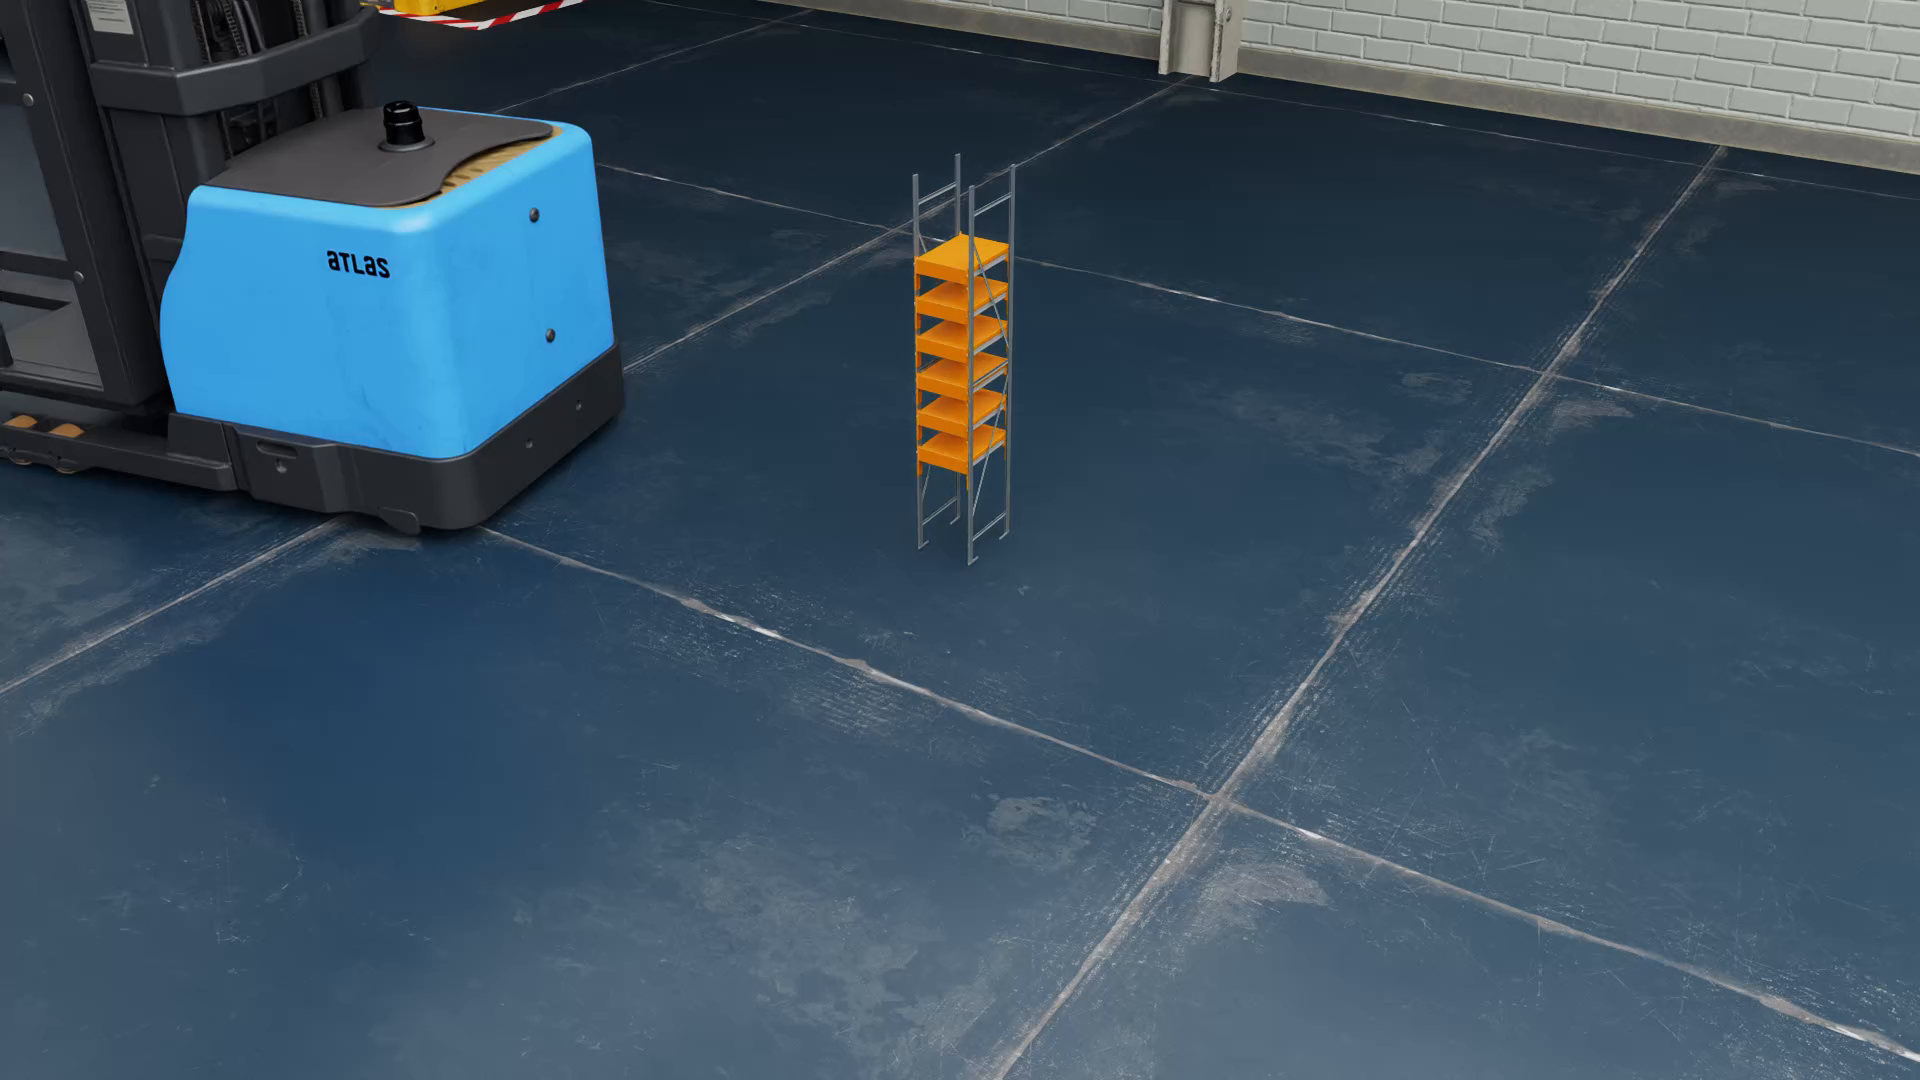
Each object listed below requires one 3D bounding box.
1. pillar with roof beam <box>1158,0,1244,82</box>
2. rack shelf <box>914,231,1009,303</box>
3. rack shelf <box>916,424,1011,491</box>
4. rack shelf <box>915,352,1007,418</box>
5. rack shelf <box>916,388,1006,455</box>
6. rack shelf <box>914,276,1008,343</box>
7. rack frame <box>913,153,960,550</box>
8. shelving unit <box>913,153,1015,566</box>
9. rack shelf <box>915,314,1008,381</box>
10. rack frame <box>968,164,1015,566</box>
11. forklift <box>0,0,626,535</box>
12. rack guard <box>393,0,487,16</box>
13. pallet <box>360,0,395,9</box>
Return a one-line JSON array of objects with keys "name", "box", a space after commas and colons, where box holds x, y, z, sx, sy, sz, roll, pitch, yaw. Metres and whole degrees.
[{"name": "pillar with roof beam", "box": [-0.836, -4.903, 4.724, 0.400, 9.000, 9.100, 18, 35, 27]}, {"name": "rack shelf", "box": [0.012, -0.787, 4.782, 0.180, 0.103, 0.258, 18, 35, 27]}, {"name": "rack shelf", "box": [0.012, -0.269, 5.084, 0.180, 0.103, 0.258, 18, 35, 27]}, {"name": "rack shelf", "box": [0.012, -0.476, 4.963, 0.180, 0.103, 0.258, 18, 35, 27]}, {"name": "rack shelf", "box": [0.012, -0.372, 5.024, 0.180, 0.103, 0.258, 18, 35, 27]}, {"name": "rack shelf", "box": [0.012, -0.683, 4.842, 0.180, 0.103, 0.258, 18, 35, 27]}, {"name": "rack frame", "box": [-0.065, -0.539, 4.983, 0.006, 1.200, 0.240, 18, 35, 27]}, {"name": "shelving unit", "box": [0.012, -0.514, 4.941, 0.189, 1.200, 0.258, 18, 35, 27]}, {"name": "rack shelf", "box": [0.012, -0.580, 4.903, 0.180, 0.103, 0.258, 18, 35, 27]}, {"name": "rack frame", "box": [0.090, -0.490, 4.899, 0.006, 1.200, 0.240, 18, 35, 27]}, {"name": "forklift", "box": [-2.767, -1.727, 5.301, 3.031, 2.935, 1.130, 10, 32, 17]}, {"name": "rack guard", "box": [-3.498, -4.099, 11.780, 0.348, 0.500, 1.175, 18, 35, 27]}, {"name": "pallet", "box": [-4.188, -4.168, 12.184, 1.213, 0.211, 1.003, 18, 35, 27]}]
